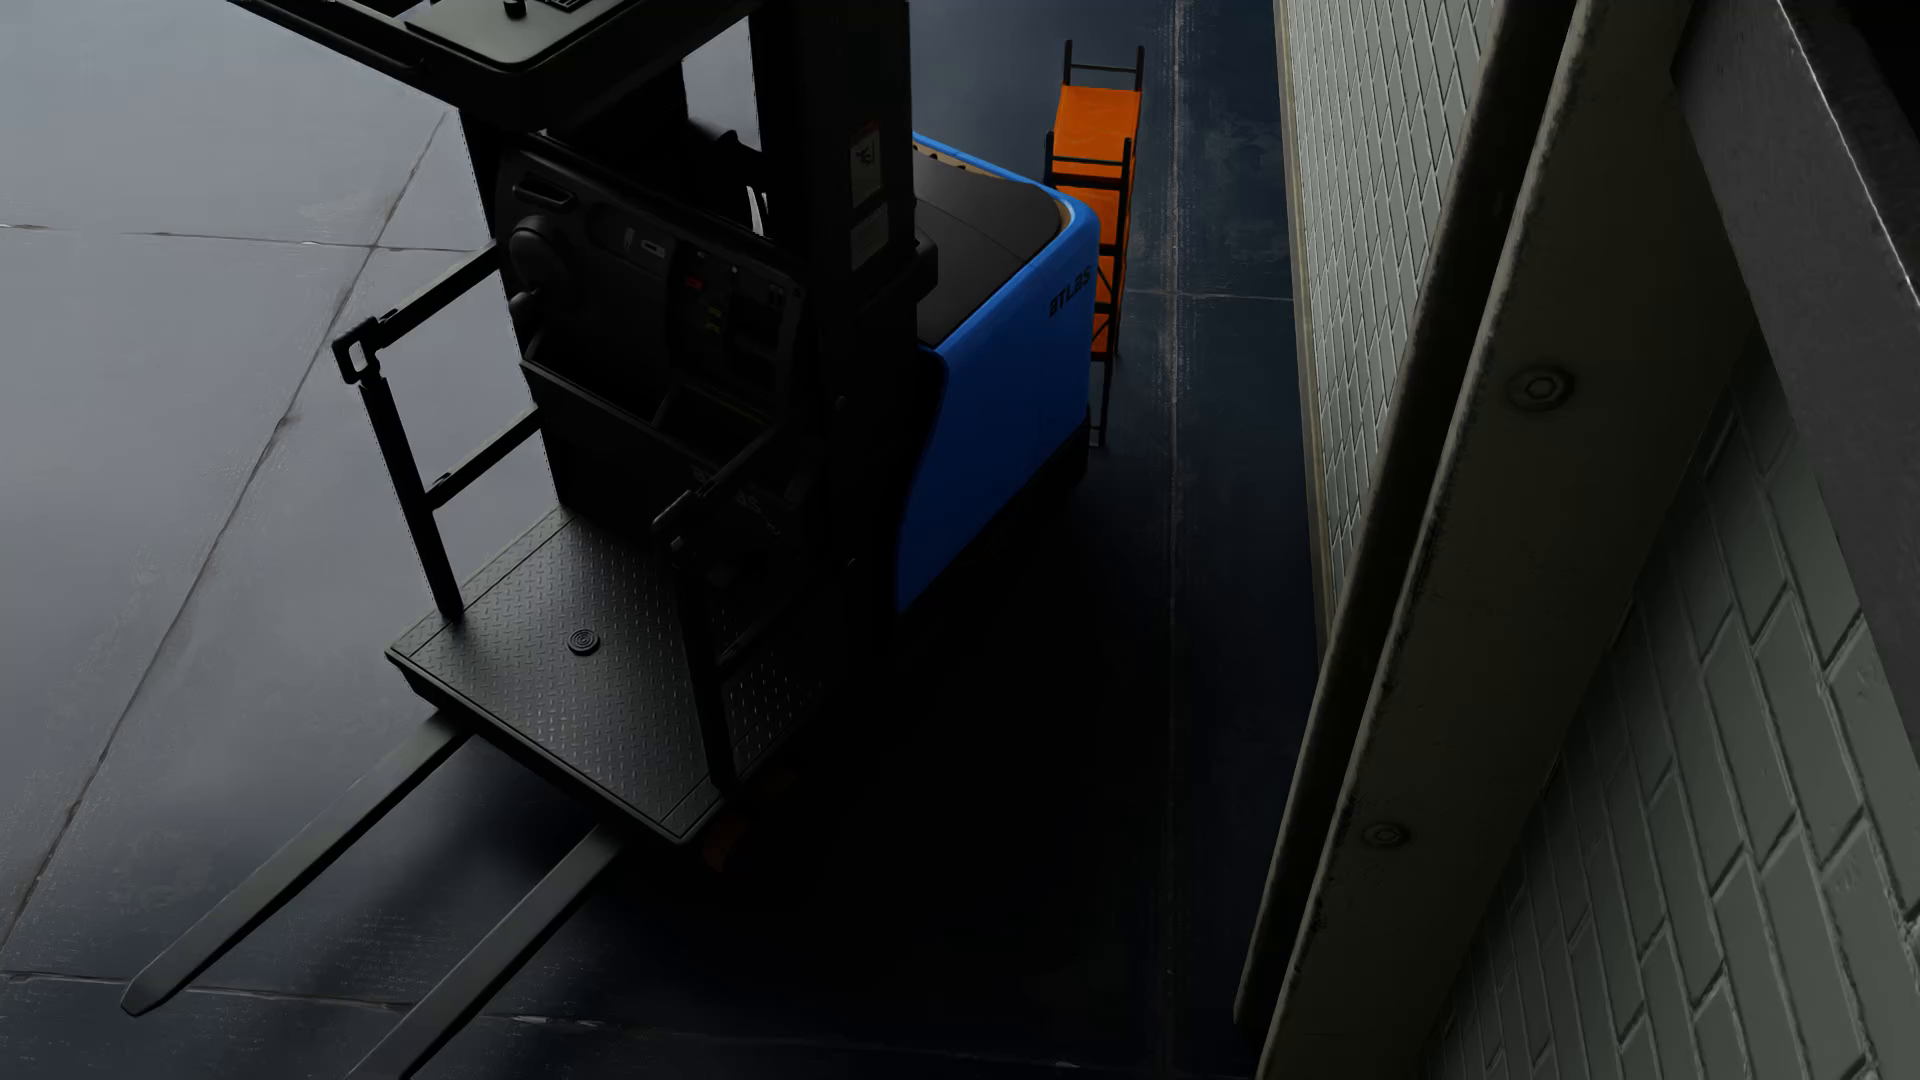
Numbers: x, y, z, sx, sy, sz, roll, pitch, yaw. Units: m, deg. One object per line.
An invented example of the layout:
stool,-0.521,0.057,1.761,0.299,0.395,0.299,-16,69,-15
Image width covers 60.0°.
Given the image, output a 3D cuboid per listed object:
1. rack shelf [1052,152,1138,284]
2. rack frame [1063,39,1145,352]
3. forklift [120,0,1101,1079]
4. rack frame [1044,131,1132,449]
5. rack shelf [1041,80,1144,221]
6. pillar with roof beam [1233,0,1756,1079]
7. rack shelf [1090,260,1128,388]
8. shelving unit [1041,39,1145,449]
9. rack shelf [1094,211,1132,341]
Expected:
rack shelf,0.399,-1.011,5.150,0.258,0.148,0.480,6,48,6
rack frame,0.435,-1.084,5.428,0.240,1.200,0.015,6,48,6
forklift,-0.849,-0.509,3.730,1.130,2.935,3.031,27,53,23
rack frame,0.362,-0.728,5.103,0.240,1.200,0.015,6,48,6
rack shelf,0.399,-1.171,4.975,0.258,0.148,0.480,6,48,6
pillar with roof beam,-3.463,-2.003,0.984,9.100,9.000,0.400,4,48,4
rack shelf,0.399,-0.726,5.461,0.258,0.148,0.480,6,48,6
shelving unit,0.399,-0.906,5.265,0.258,1.200,0.503,6,48,6
rack shelf,0.399,-0.860,5.315,0.258,0.148,0.480,6,48,6
